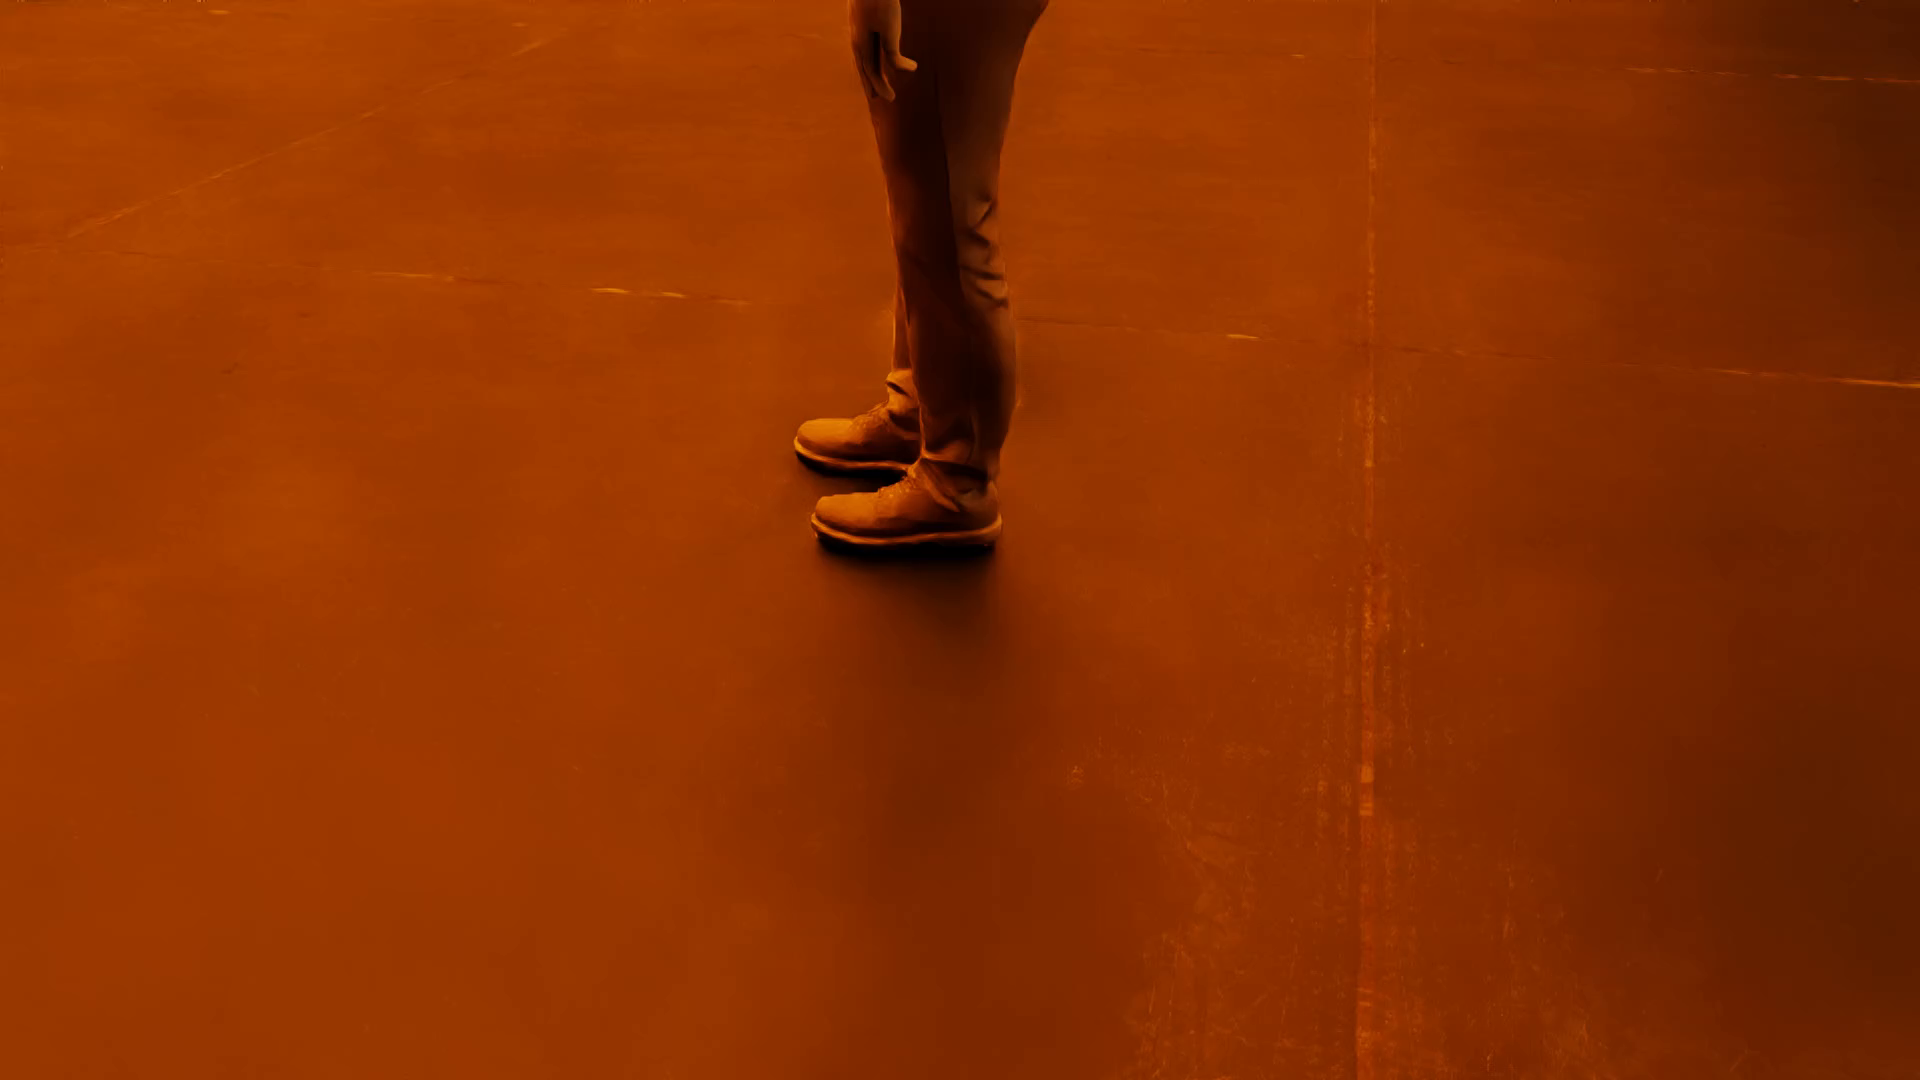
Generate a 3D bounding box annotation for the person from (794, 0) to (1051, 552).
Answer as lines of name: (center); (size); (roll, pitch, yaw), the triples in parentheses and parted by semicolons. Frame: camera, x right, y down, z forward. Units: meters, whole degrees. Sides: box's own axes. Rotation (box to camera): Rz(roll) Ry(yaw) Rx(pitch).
person: (-0.065, -0.773, 2.134); (0.533, 1.695, 0.586); (6, 27, 11)
